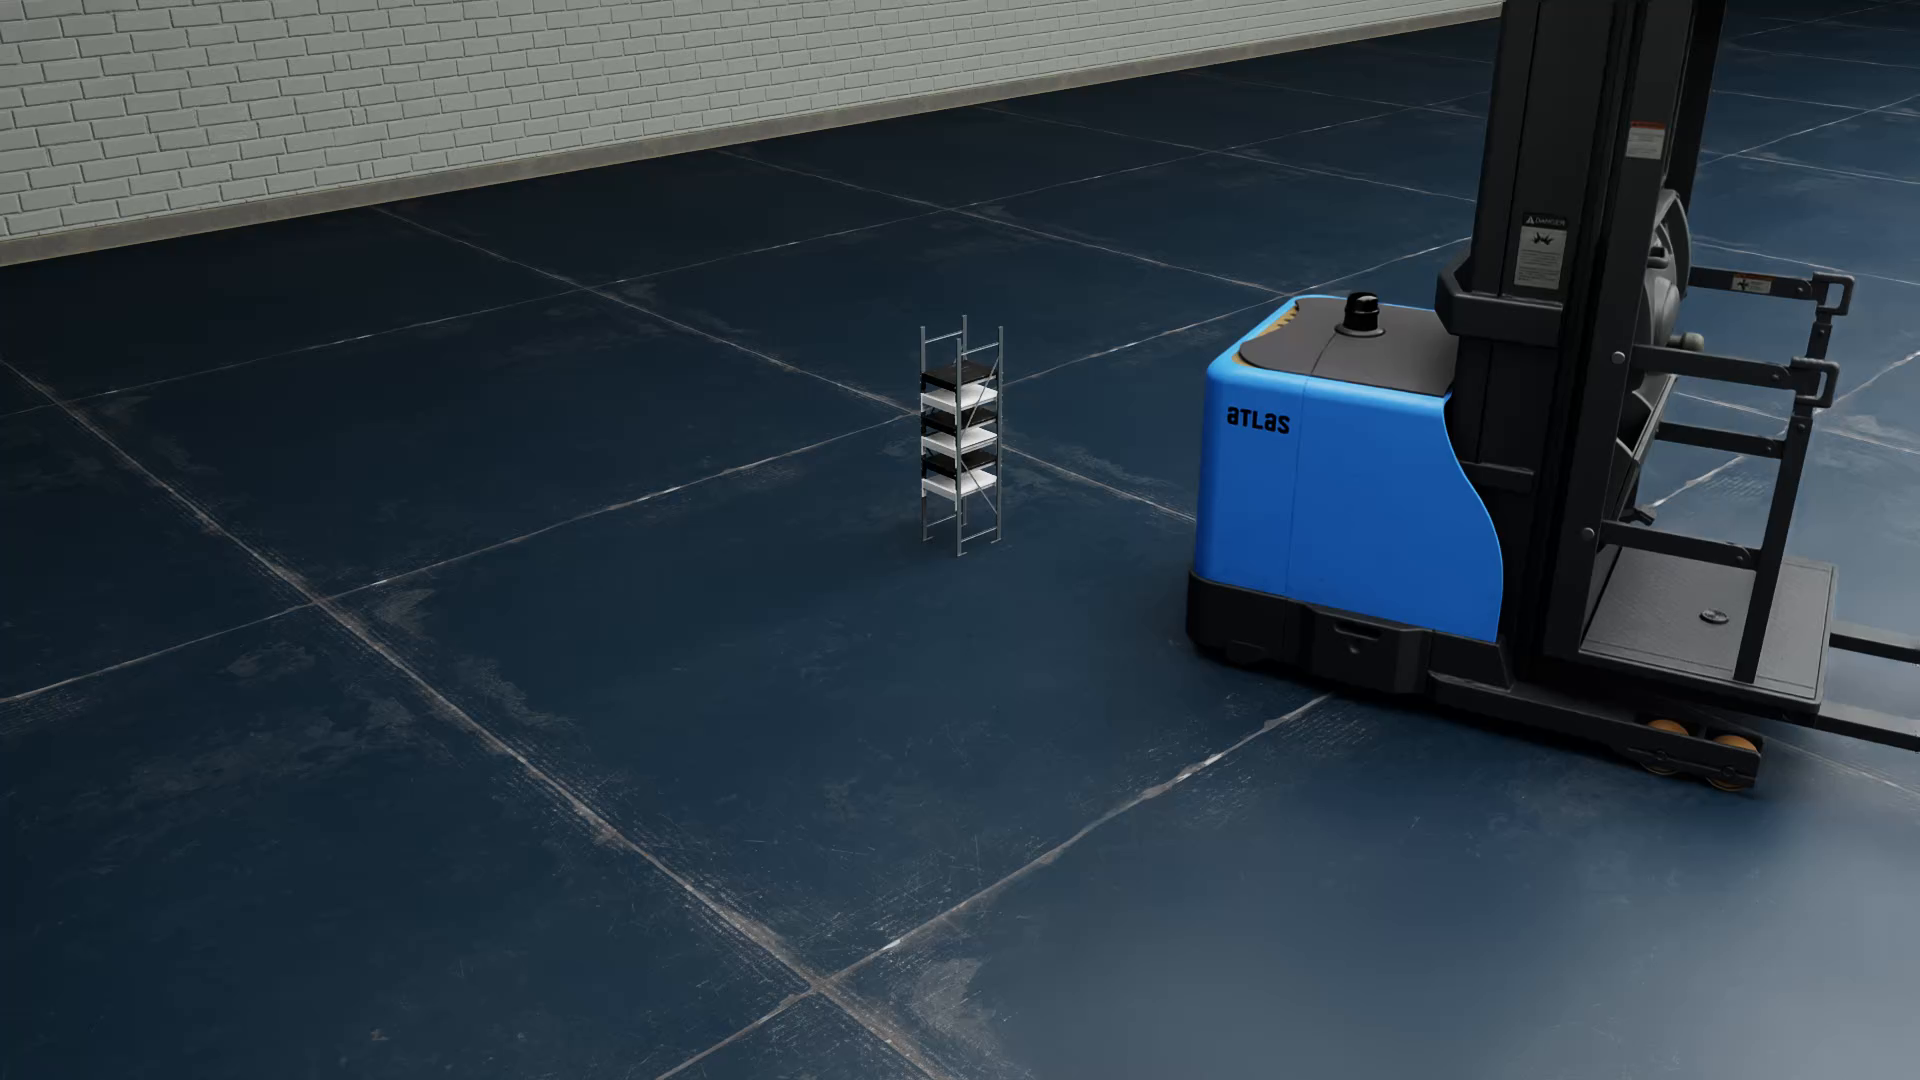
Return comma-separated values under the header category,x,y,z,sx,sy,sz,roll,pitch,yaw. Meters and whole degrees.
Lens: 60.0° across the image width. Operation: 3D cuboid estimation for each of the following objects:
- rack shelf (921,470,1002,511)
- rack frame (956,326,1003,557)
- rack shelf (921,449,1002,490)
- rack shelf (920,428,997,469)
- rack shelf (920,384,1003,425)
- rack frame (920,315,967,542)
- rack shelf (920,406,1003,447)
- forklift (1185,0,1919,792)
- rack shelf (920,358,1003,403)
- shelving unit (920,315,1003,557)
category,x,y,z,sx,sy,sz,roll,pitch,yaw
rack shelf,0.006,-0.213,6.646,0.258,0.077,0.200,-21,32,-38
rack frame,0.075,-0.376,6.490,0.240,0.900,0.006,-21,32,-38
rack shelf,0.006,-0.295,6.609,0.258,0.077,0.200,-21,32,-38
rack shelf,0.006,-0.377,6.572,0.258,0.077,0.200,-21,32,-38
rack shelf,0.006,-0.540,6.497,0.258,0.077,0.200,-21,32,-38
rack frame,-0.064,-0.438,6.625,0.240,0.900,0.006,-21,32,-38
rack shelf,0.006,-0.458,6.534,0.258,0.077,0.200,-21,32,-38
forklift,2.340,-0.820,5.016,3.031,2.935,1.130,13,27,26
rack shelf,0.006,-0.622,6.460,0.258,0.077,0.200,-21,32,-38
shelving unit,0.006,-0.407,6.558,0.258,0.900,0.210,-21,32,-38
